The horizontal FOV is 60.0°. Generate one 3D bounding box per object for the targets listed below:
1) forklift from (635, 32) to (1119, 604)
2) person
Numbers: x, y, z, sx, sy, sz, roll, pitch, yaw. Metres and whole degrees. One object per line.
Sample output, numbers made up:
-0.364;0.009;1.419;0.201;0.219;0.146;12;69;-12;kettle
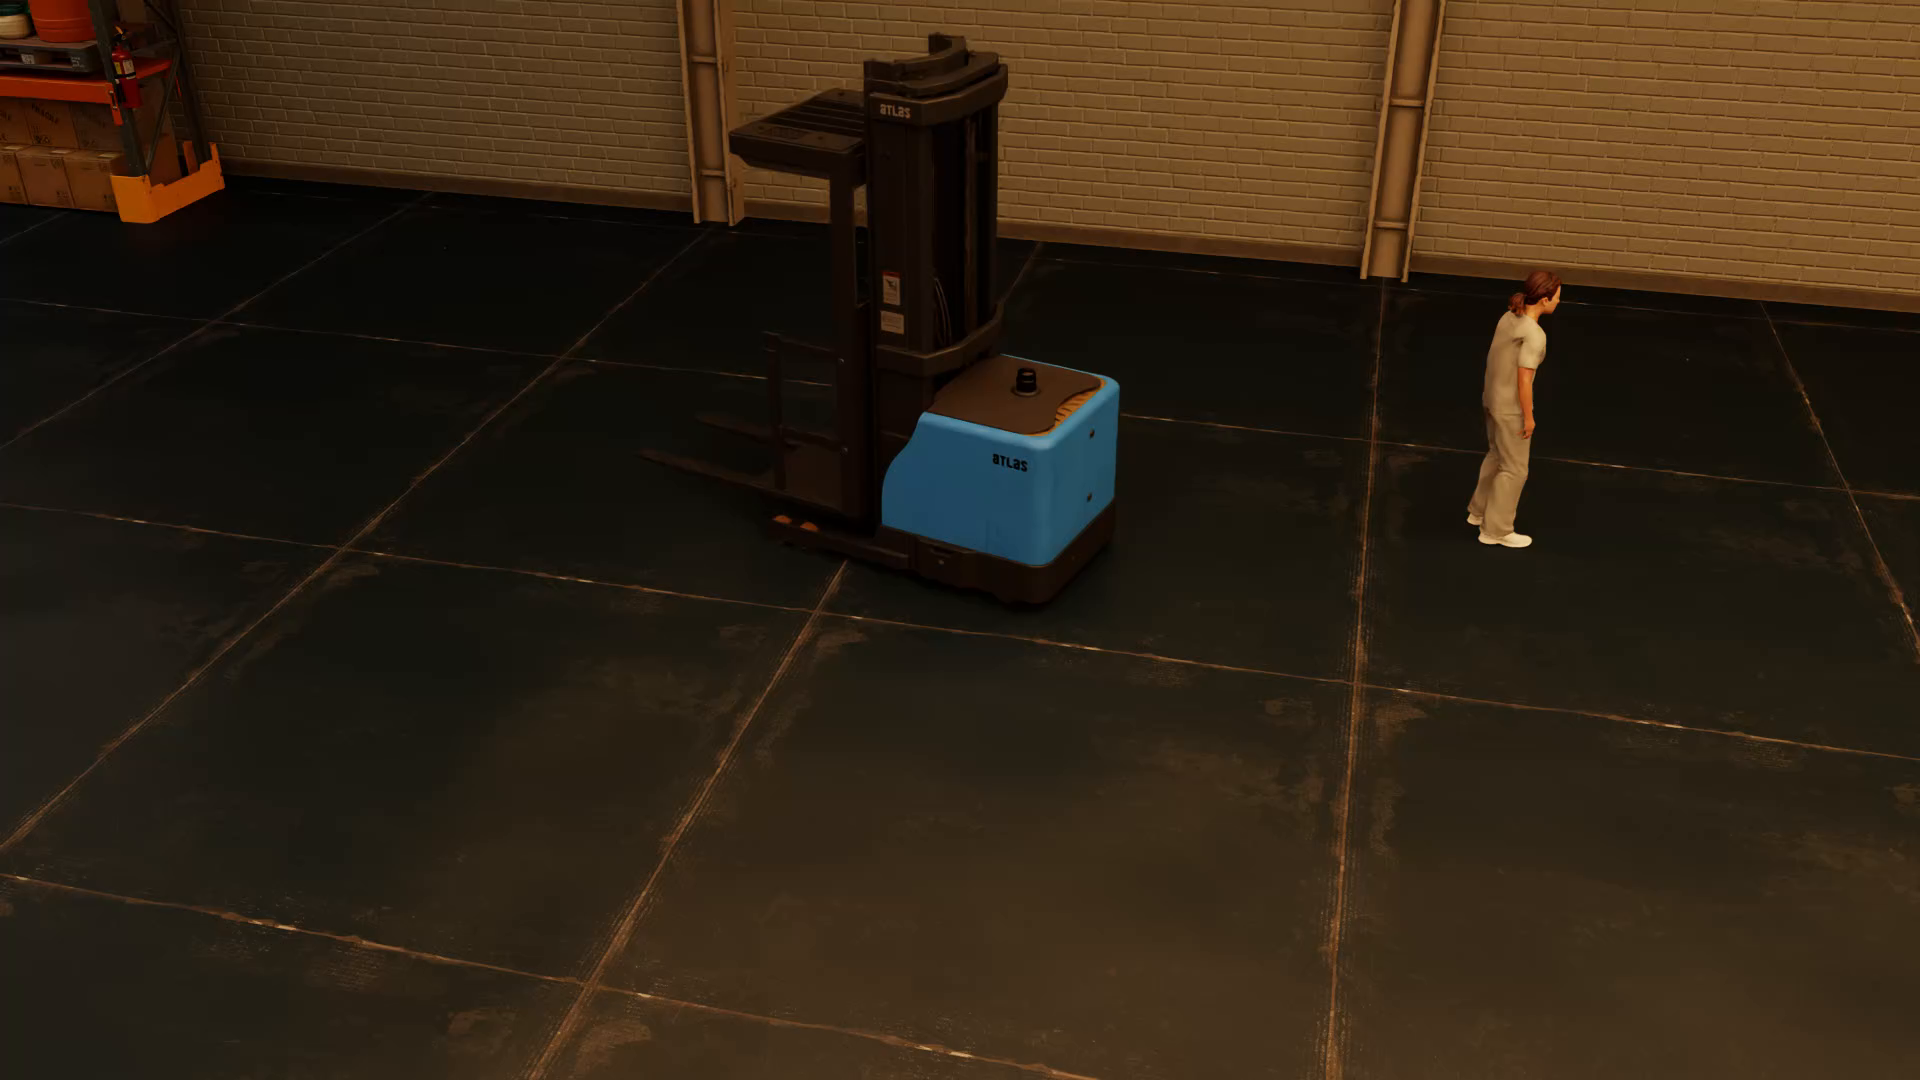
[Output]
-0.604;-1.422;9.680;3.031;2.935;1.130;15;33;25;forklift
3.278;-0.790;9.843;0.363;1.672;0.489;-1;30;-2;person
